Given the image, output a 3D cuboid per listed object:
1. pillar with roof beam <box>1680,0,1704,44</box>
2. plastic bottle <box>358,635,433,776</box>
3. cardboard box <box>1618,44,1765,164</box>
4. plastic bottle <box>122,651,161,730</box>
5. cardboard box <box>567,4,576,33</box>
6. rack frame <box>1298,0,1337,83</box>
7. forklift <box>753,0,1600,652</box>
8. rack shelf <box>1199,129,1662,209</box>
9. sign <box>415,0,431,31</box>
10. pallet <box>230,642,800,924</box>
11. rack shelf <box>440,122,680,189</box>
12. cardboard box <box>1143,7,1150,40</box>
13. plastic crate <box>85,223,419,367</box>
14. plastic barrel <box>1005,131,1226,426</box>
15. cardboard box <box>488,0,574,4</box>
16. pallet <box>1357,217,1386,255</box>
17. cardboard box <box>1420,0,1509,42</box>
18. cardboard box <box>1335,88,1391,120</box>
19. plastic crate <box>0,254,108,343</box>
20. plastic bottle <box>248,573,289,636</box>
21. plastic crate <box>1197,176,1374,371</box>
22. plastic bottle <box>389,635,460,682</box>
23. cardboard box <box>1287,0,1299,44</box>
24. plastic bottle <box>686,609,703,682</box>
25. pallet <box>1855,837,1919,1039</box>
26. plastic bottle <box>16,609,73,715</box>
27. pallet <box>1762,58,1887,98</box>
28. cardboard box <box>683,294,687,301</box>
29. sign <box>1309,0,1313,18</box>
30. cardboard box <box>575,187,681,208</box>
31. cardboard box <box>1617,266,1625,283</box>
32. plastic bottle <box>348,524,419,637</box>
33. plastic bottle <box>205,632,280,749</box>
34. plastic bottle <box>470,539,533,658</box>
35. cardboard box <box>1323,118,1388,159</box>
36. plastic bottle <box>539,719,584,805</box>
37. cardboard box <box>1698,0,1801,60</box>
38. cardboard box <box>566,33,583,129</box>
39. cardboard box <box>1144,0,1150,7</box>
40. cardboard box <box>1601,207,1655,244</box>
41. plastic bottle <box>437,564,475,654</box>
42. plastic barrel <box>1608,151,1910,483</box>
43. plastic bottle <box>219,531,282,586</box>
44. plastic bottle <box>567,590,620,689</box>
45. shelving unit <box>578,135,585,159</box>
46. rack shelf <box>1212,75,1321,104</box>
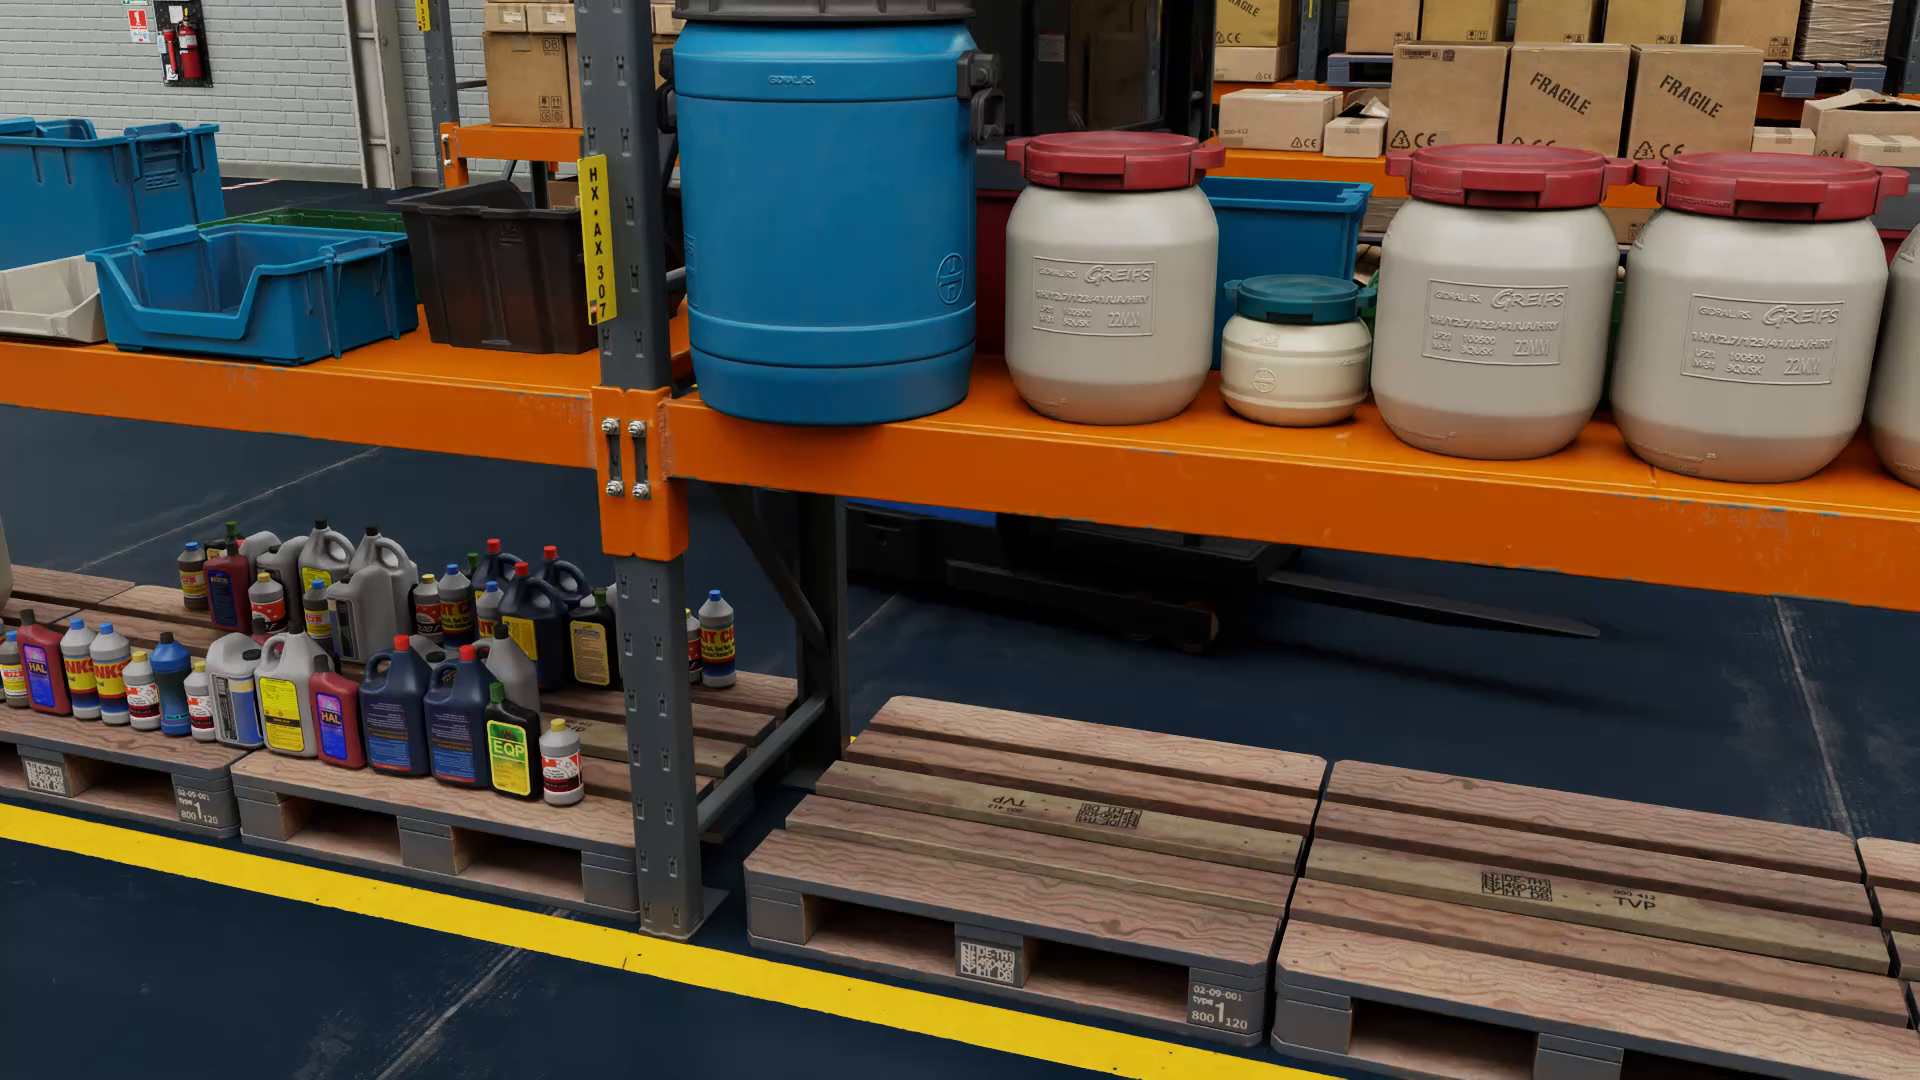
[{"bbox_3d":[4.142,-5.188,7.788,0.400,9.000,9.100,7,20,18],"label":"pillar with roof beam"},{"bbox_3d":[-1.415,0.407,4.209,0.185,0.351,0.144,5,20,15],"label":"plastic bottle"},{"bbox_3d":[3.287,-1.967,7.510,0.500,0.500,0.500,5,20,15],"label":"cardboard box"},{"bbox_3d":[-2.187,0.397,4.463,0.097,0.201,0.097,0,19,0],"label":"plastic bottle"},{"bbox_3d":[-1.894,-2.797,8.905,0.250,0.149,0.380,7,20,18],"label":"cardboard box"},{"bbox_3d":[2.721,-3.716,12.680,0.127,3.000,1.000,7,20,18],"label":"rack frame"},{"bbox_3d":[0.764,-1.212,5.600,3.031,2.935,1.130,10,22,27],"label":"forklift"},{"bbox_3d":[2.988,-1.620,7.759,4.000,0.370,1.077,7,20,18],"label":"rack shelf"},{"bbox_3d":[-2.868,-2.882,8.851,0.005,0.325,0.100,7,20,18],"label":"sign"},{"bbox_3d":[-1.151,0.595,4.547,1.213,0.211,1.003,7,20,18],"label":"pallet"},{"bbox_3d":[-0.791,-2.052,8.999,4.000,0.370,1.077,7,20,18],"label":"rack shelf"},{"bbox_3d":[0.771,-2.492,8.030,0.250,0.149,0.380,7,20,18],"label":"cardboard box"},{"bbox_3d":[-1.665,-0.601,3.968,0.616,0.251,0.499,7,20,18],"label":"plastic crate"},{"bbox_3d":[0.301,-0.528,3.329,0.433,0.535,0.433,0,19,0],"label":"plastic barrel"},{"bbox_3d":[-2.193,-3.207,9.097,0.500,0.500,0.700,7,20,18],"label":"cardboard box"},{"bbox_3d":[3.457,-2.316,12.899,1.213,0.211,1.003,7,20,18],"label":"pallet"},{"bbox_3d":[3.716,-3.843,12.223,0.500,0.500,0.700,9,21,24],"label":"cardboard box"},{"bbox_3d":[1.989,-2.074,8.174,0.258,0.266,0.396,6,20,17],"label":"cardboard box"},{"bbox_3d":[-2.147,-0.608,4.164,0.437,0.136,0.530,7,20,18],"label":"plastic crate"},{"bbox_3d":[-2.093,0.199,5.030,0.097,0.201,0.097,0,19,0],"label":"plastic bottle"},{"bbox_3d":[0.614,-0.606,3.781,0.575,0.384,0.392,7,20,18],"label":"plastic crate"},{"bbox_3d":[-1.390,0.393,4.361,0.135,0.276,0.152,7,20,18],"label":"plastic bottle"},{"bbox_3d":[2.345,-4.125,12.910,0.500,0.500,0.500,6,20,17],"label":"cardboard box"},{"bbox_3d":[-0.784,0.296,4.753,0.097,0.201,0.097,0,19,0],"label":"plastic bottle"},{"bbox_3d":[2.529,1.017,3.337,1.213,0.211,1.003,7,20,18],"label":"pallet"},{"bbox_3d":[-2.491,0.330,4.531,0.133,0.283,0.061,7,20,19],"label":"plastic bottle"},{"bbox_3d":[5.791,-3.237,11.598,1.003,0.211,1.213,7,20,18],"label":"pallet"},{"bbox_3d":[-1.301,-1.273,9.212,0.500,0.250,0.500,7,20,18],"label":"cardboard box"},{"bbox_3d":[2.550,-3.955,12.051,0.005,0.325,0.100,7,20,18],"label":"sign"},{"bbox_3d":[-1.773,-1.681,9.242,0.500,0.500,0.500,7,20,18],"label":"cardboard box"},{"bbox_3d":[3.013,-1.221,8.210,0.500,0.311,0.500,6,20,17],"label":"cardboard box"},{"bbox_3d":[-1.737,0.125,5.017,0.185,0.351,0.144,6,20,18],"label":"plastic bottle"},{"bbox_3d":[-1.872,0.388,4.375,0.135,0.276,0.152,7,20,19],"label":"plastic bottle"},{"bbox_3d":[-1.335,0.171,4.886,0.185,0.351,0.144,6,20,16],"label":"plastic bottle"},{"bbox_3d":[1.869,-1.898,7.845,0.250,0.149,0.380,7,20,18],"label":"cardboard box"},{"bbox_3d":[-0.975,0.535,4.066,0.097,0.201,0.097,0,19,0],"label":"plastic bottle"},{"bbox_3d":[5.515,-3.639,11.637,0.500,0.500,0.700,5,20,13],"label":"cardboard box"},{"bbox_3d":[-1.745,-2.545,9.169,0.500,0.500,0.700,7,20,19],"label":"cardboard box"},{"bbox_3d":[0.677,-2.881,8.162,0.500,0.500,0.700,7,20,18],"label":"cardboard box"},{"bbox_3d":[4.875,-2.510,12.348,0.500,0.500,0.700,6,20,18],"label":"cardboard box"},{"bbox_3d":[-1.486,0.204,4.911,0.097,0.271,0.097,0,19,0],"label":"plastic bottle"},{"bbox_3d":[1.403,-0.403,2.967,0.433,0.535,0.433,0,19,0],"label":"plastic barrel"},{"bbox_3d":[-2.201,0.108,5.178,0.135,0.276,0.152,7,20,18],"label":"plastic bottle"},{"bbox_3d":[-1.036,0.275,4.688,0.133,0.283,0.061,7,20,18],"label":"plastic bottle"},{"bbox_3d":[-0.952,-0.903,6.889,1.048,1.500,0.538,10,22,27],"label":"shelving unit"},{"bbox_3d":[0.831,-3.593,13.418,4.000,0.370,1.077,7,20,18],"label":"rack shelf"}]
